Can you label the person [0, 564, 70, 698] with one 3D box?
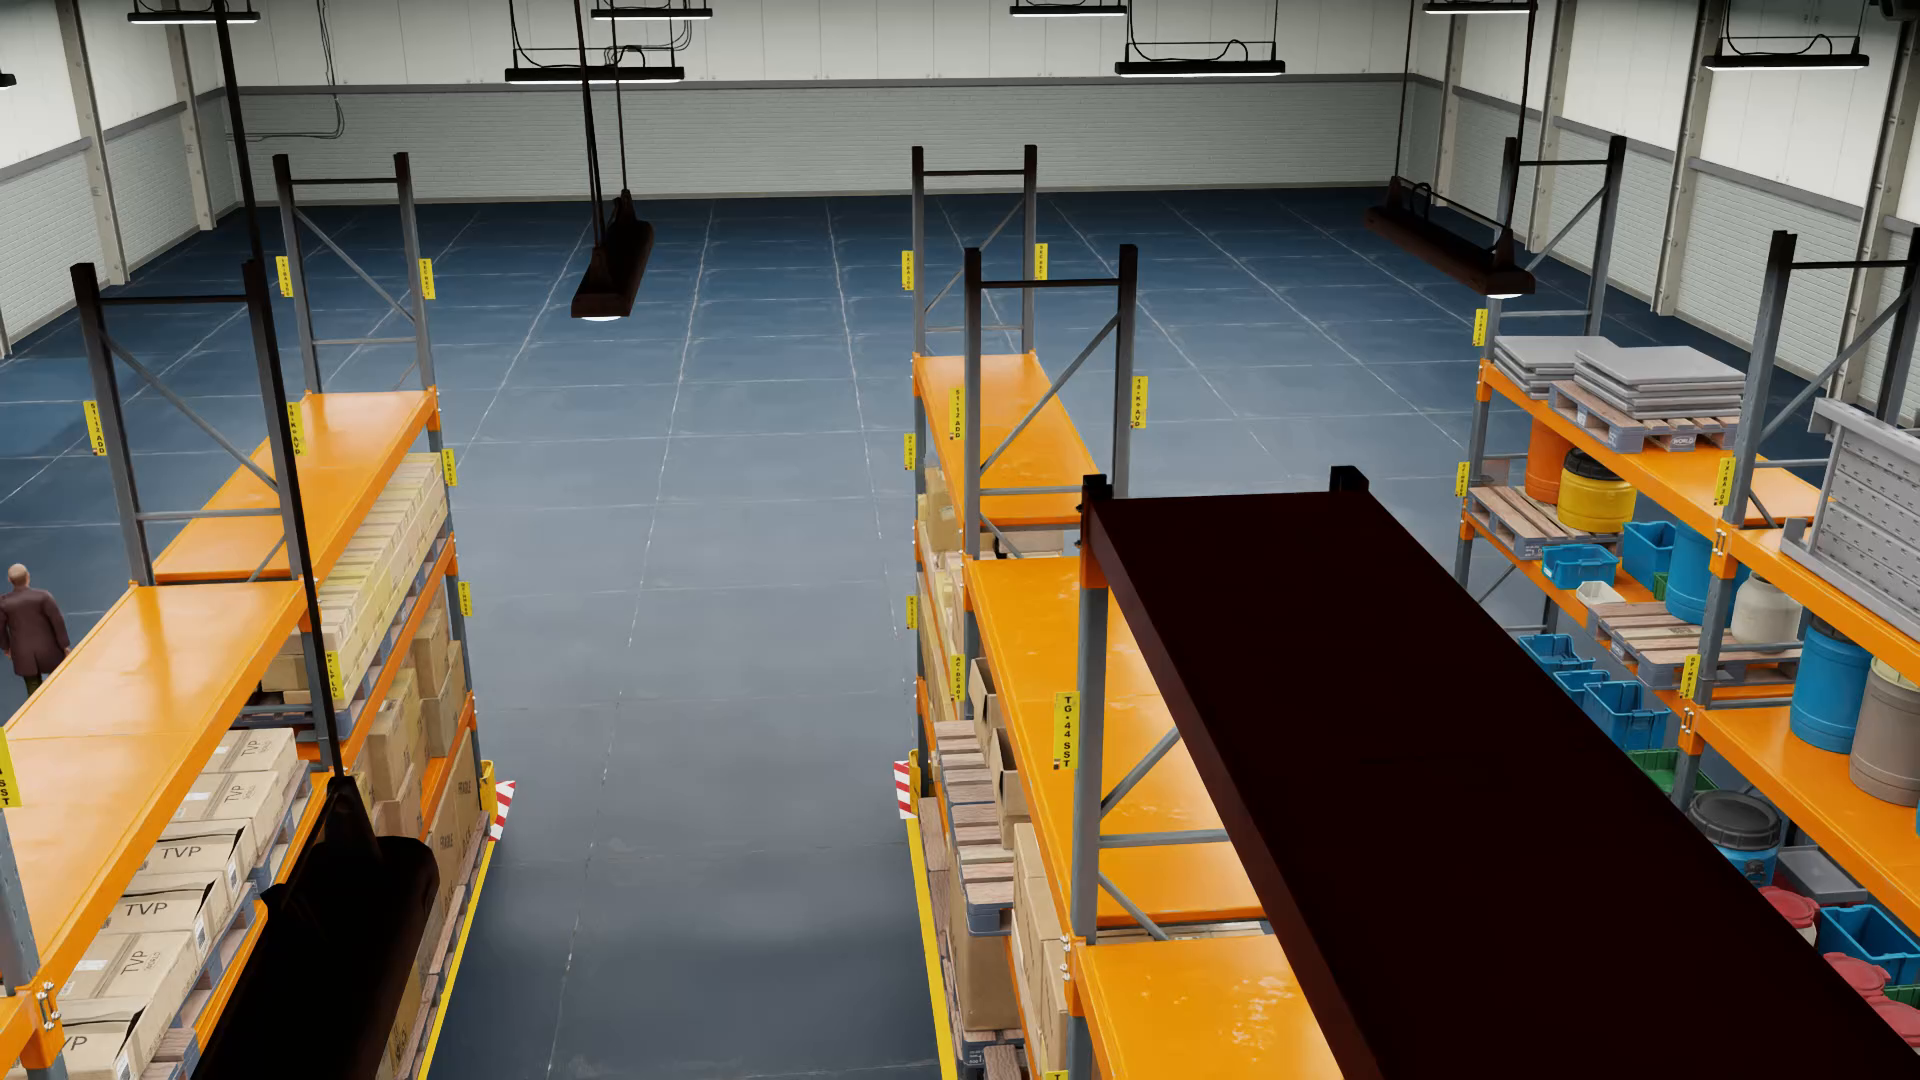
[{"bbox_3d":[-9.151,1.118,16.469,0.644,1.855,0.556,-9,23,-21],"label":"person"}]
